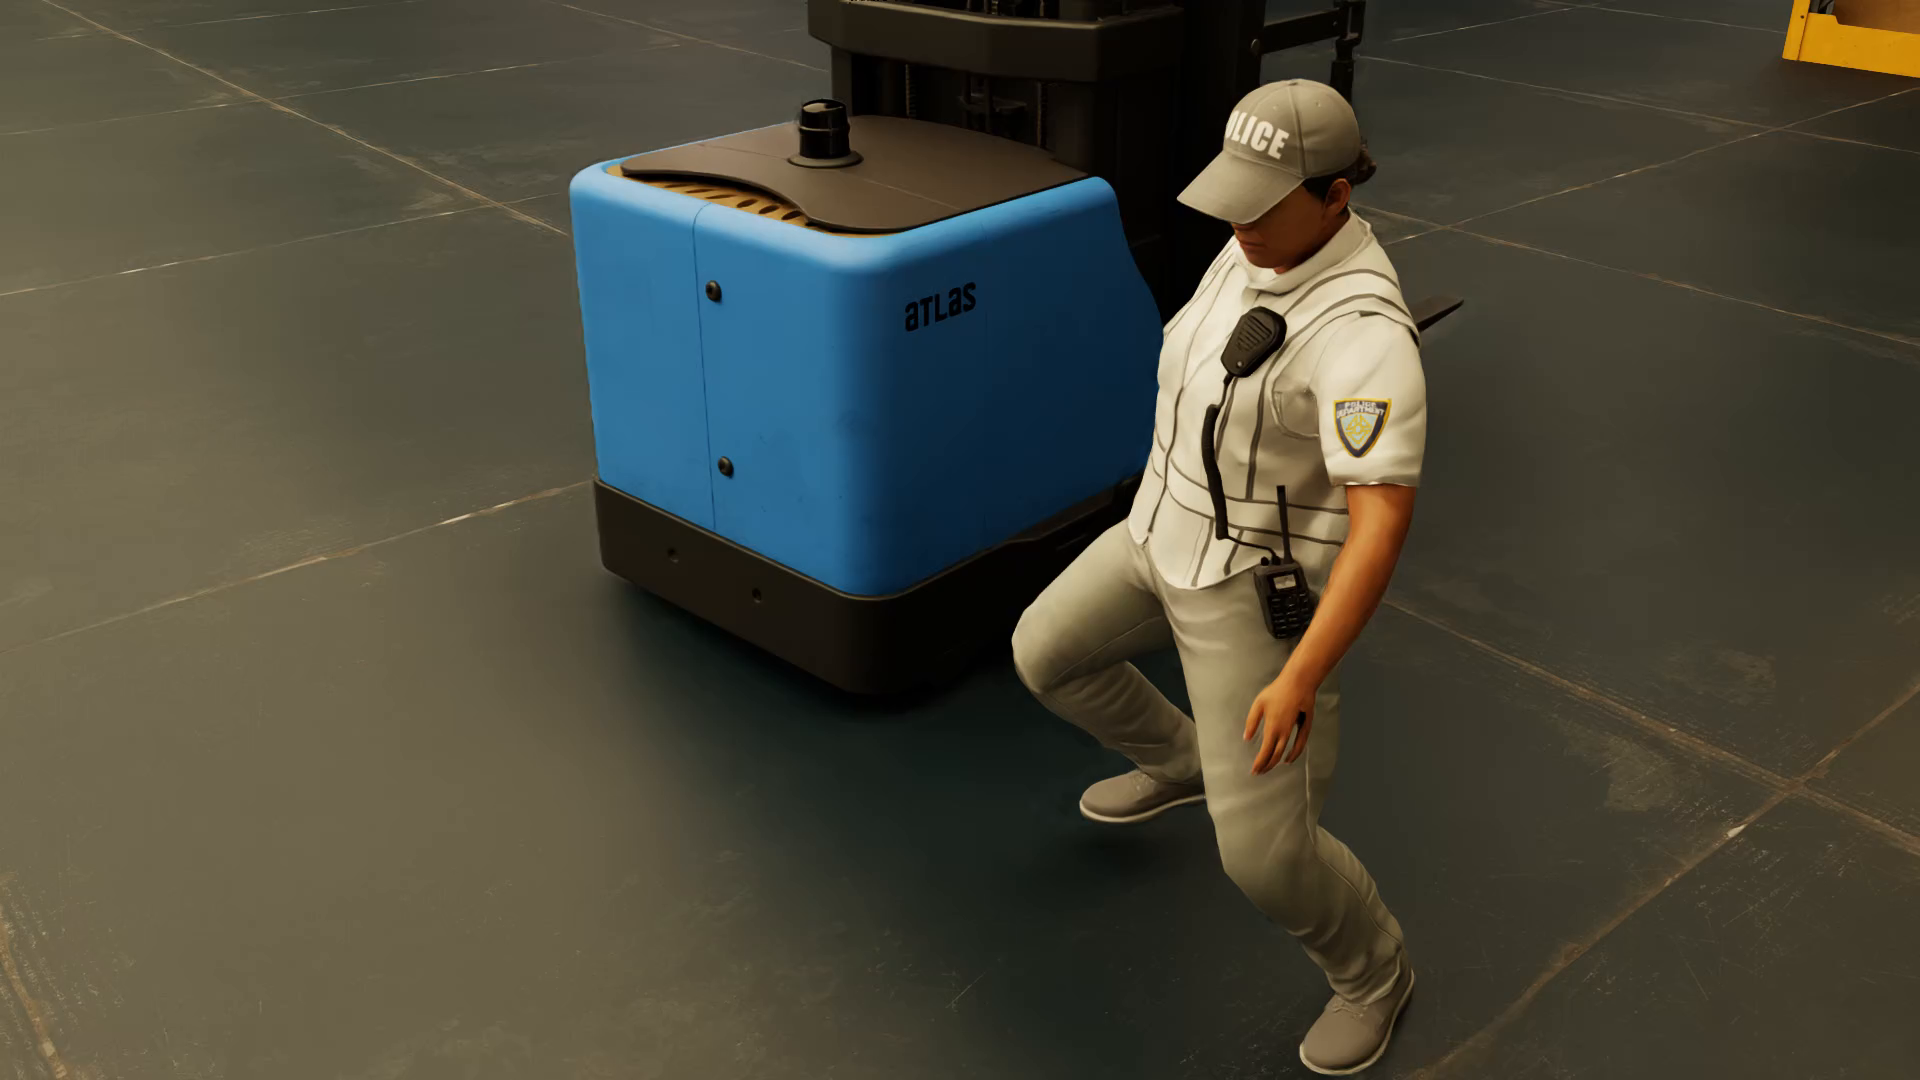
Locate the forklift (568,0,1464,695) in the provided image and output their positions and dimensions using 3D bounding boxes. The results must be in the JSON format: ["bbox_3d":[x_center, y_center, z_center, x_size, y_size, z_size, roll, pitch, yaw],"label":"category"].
[{"bbox_3d":[0.450,-1.541,4.309,1.130,2.935,3.031,22,34,37],"label":"forklift"}]

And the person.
[{"bbox_3d":[0.450,0.041,2.696,0.587,1.568,0.865,-6,27,-13],"label":"person"}]
